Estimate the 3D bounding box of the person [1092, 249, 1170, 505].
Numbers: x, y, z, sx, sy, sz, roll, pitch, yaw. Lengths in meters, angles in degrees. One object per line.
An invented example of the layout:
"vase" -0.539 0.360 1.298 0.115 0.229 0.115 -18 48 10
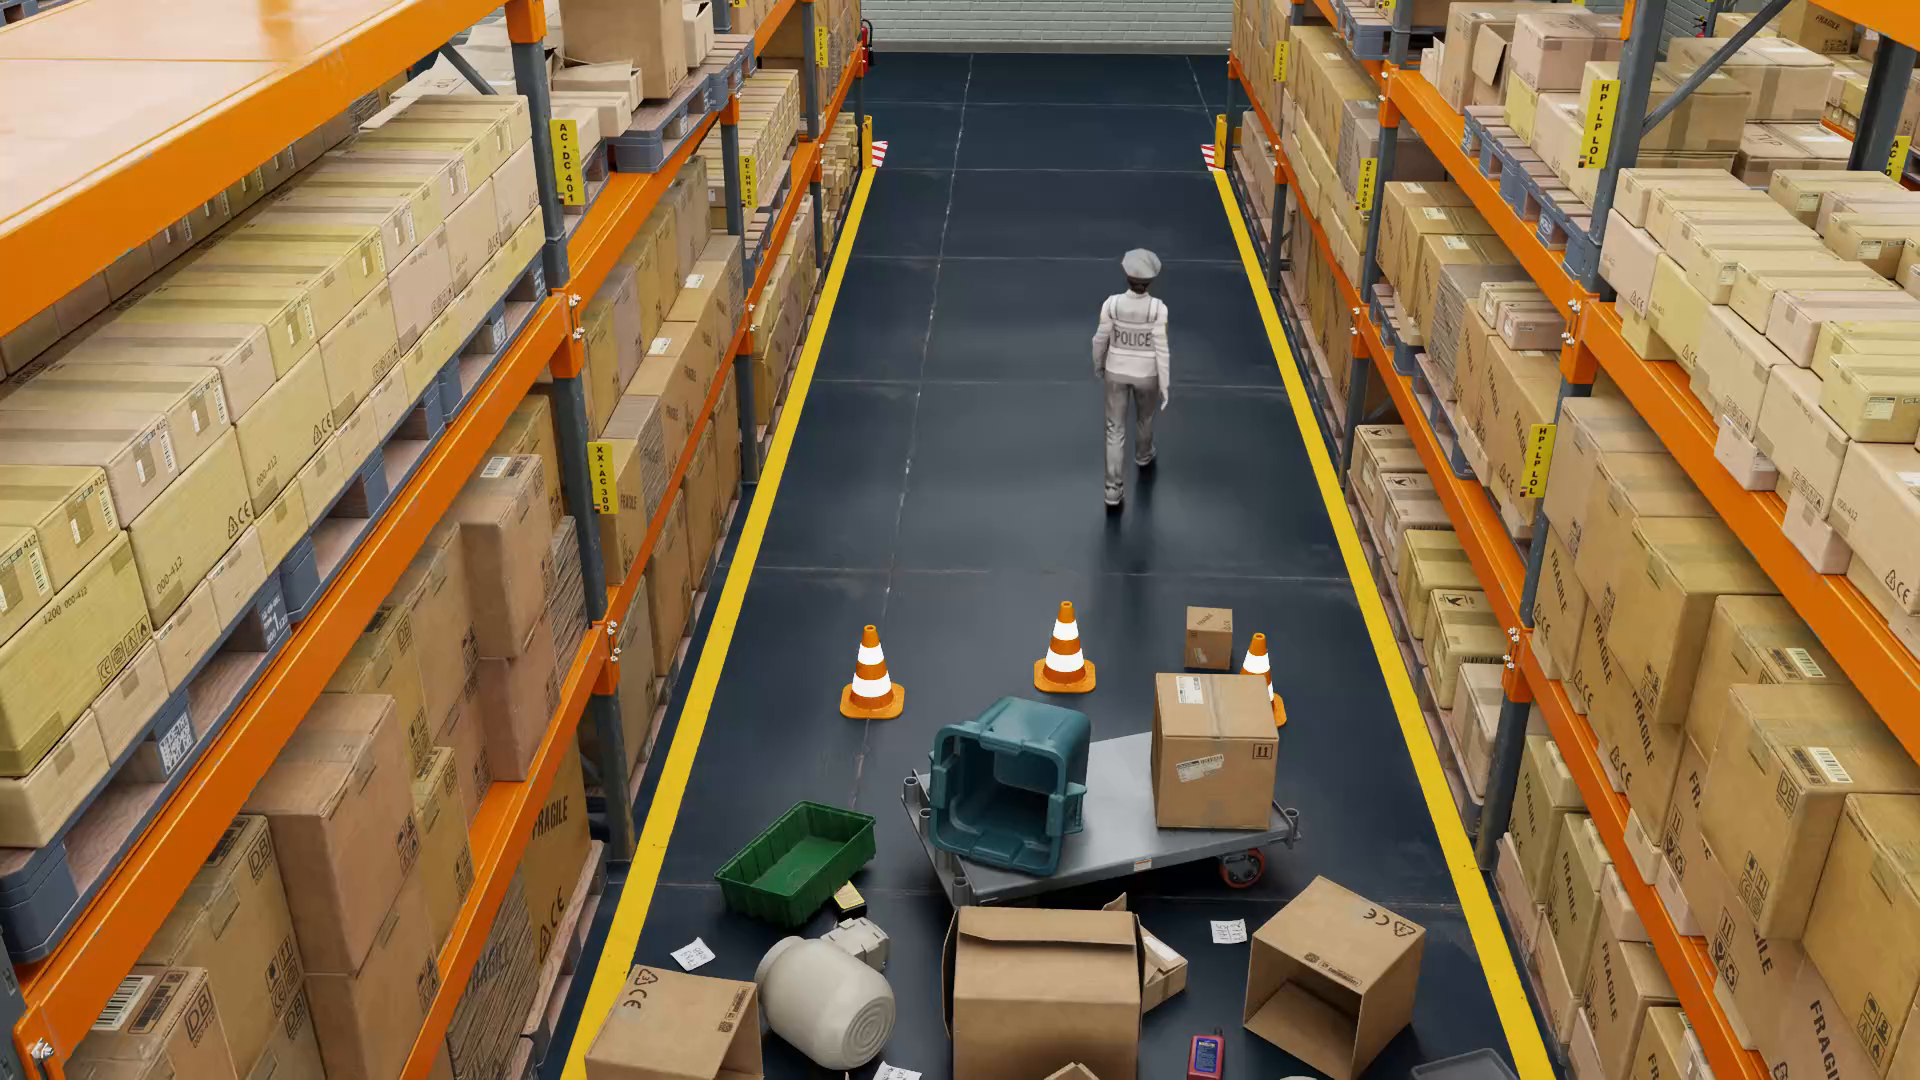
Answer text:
"person" 1.123 -1.134 10.901 0.521 1.634 0.981 4 28 8
